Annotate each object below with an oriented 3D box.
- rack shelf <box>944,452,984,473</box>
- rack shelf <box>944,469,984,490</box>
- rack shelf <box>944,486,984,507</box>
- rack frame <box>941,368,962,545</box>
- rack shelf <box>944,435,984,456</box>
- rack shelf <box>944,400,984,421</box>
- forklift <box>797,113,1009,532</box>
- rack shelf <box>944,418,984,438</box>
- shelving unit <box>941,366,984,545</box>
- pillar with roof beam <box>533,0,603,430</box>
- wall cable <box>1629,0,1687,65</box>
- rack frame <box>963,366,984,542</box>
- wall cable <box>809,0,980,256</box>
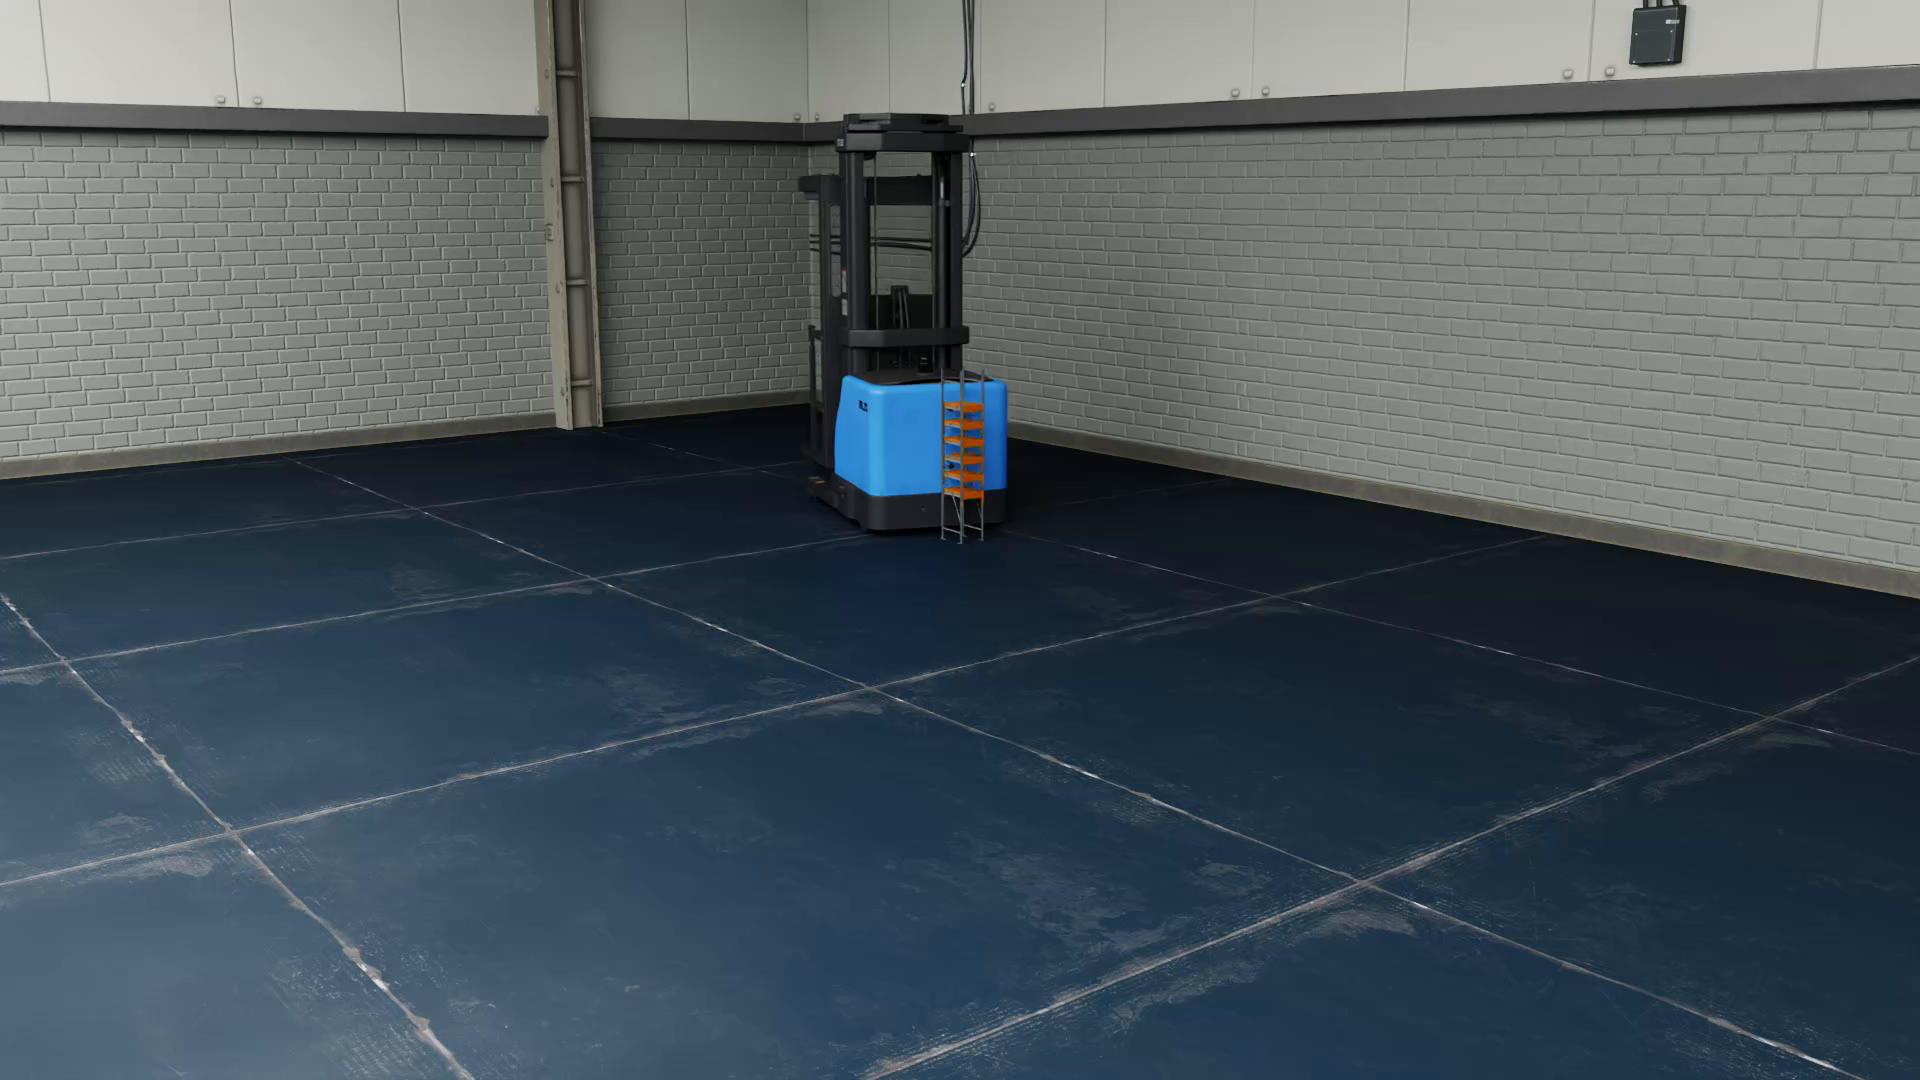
[{"bbox_3d":[0.018,-0.540,11.498,0.180,0.103,0.258,-9,15,-35],"label":"rack shelf"},{"bbox_3d":[0.018,-0.423,11.523,0.180,0.103,0.258,-9,15,-35],"label":"rack shelf"},{"bbox_3d":[0.018,-0.305,11.547,0.180,0.103,0.258,-9,15,-35],"label":"rack shelf"},{"bbox_3d":[-0.056,-0.572,11.436,0.006,1.200,0.240,-9,15,-35],"label":"rack frame"},{"bbox_3d":[0.018,-0.657,11.473,0.180,0.103,0.258,-9,15,-35],"label":"rack shelf"},{"bbox_3d":[0.018,-0.892,11.423,0.180,0.103,0.258,-9,15,-35],"label":"rack shelf"},{"bbox_3d":[-0.600,-1.756,12.843,1.130,2.935,3.031,-4,13,-18],"label":"forklift"},{"bbox_3d":[0.018,-0.775,11.448,0.180,0.103,0.258,-9,15,-35],"label":"rack shelf"},{"bbox_3d":[0.018,-0.584,11.488,0.189,1.200,0.258,-9,15,-35],"label":"shelving unit"},{"bbox_3d":[-1.235,-4.875,12.922,0.400,9.000,9.100,-9,15,-38],"label":"pillar with roof beam"},{"bbox_3d":[5.120,-5.863,9.386,0.169,6.003,2.305,-9,15,-38],"label":"wall cable"},{"bbox_3d":[0.092,-0.595,11.541,0.006,1.200,0.240,-9,15,-35],"label":"rack frame"},{"bbox_3d":[-0.798,-4.222,17.323,0.112,2.526,3.097,-9,15,-38],"label":"wall cable"}]
